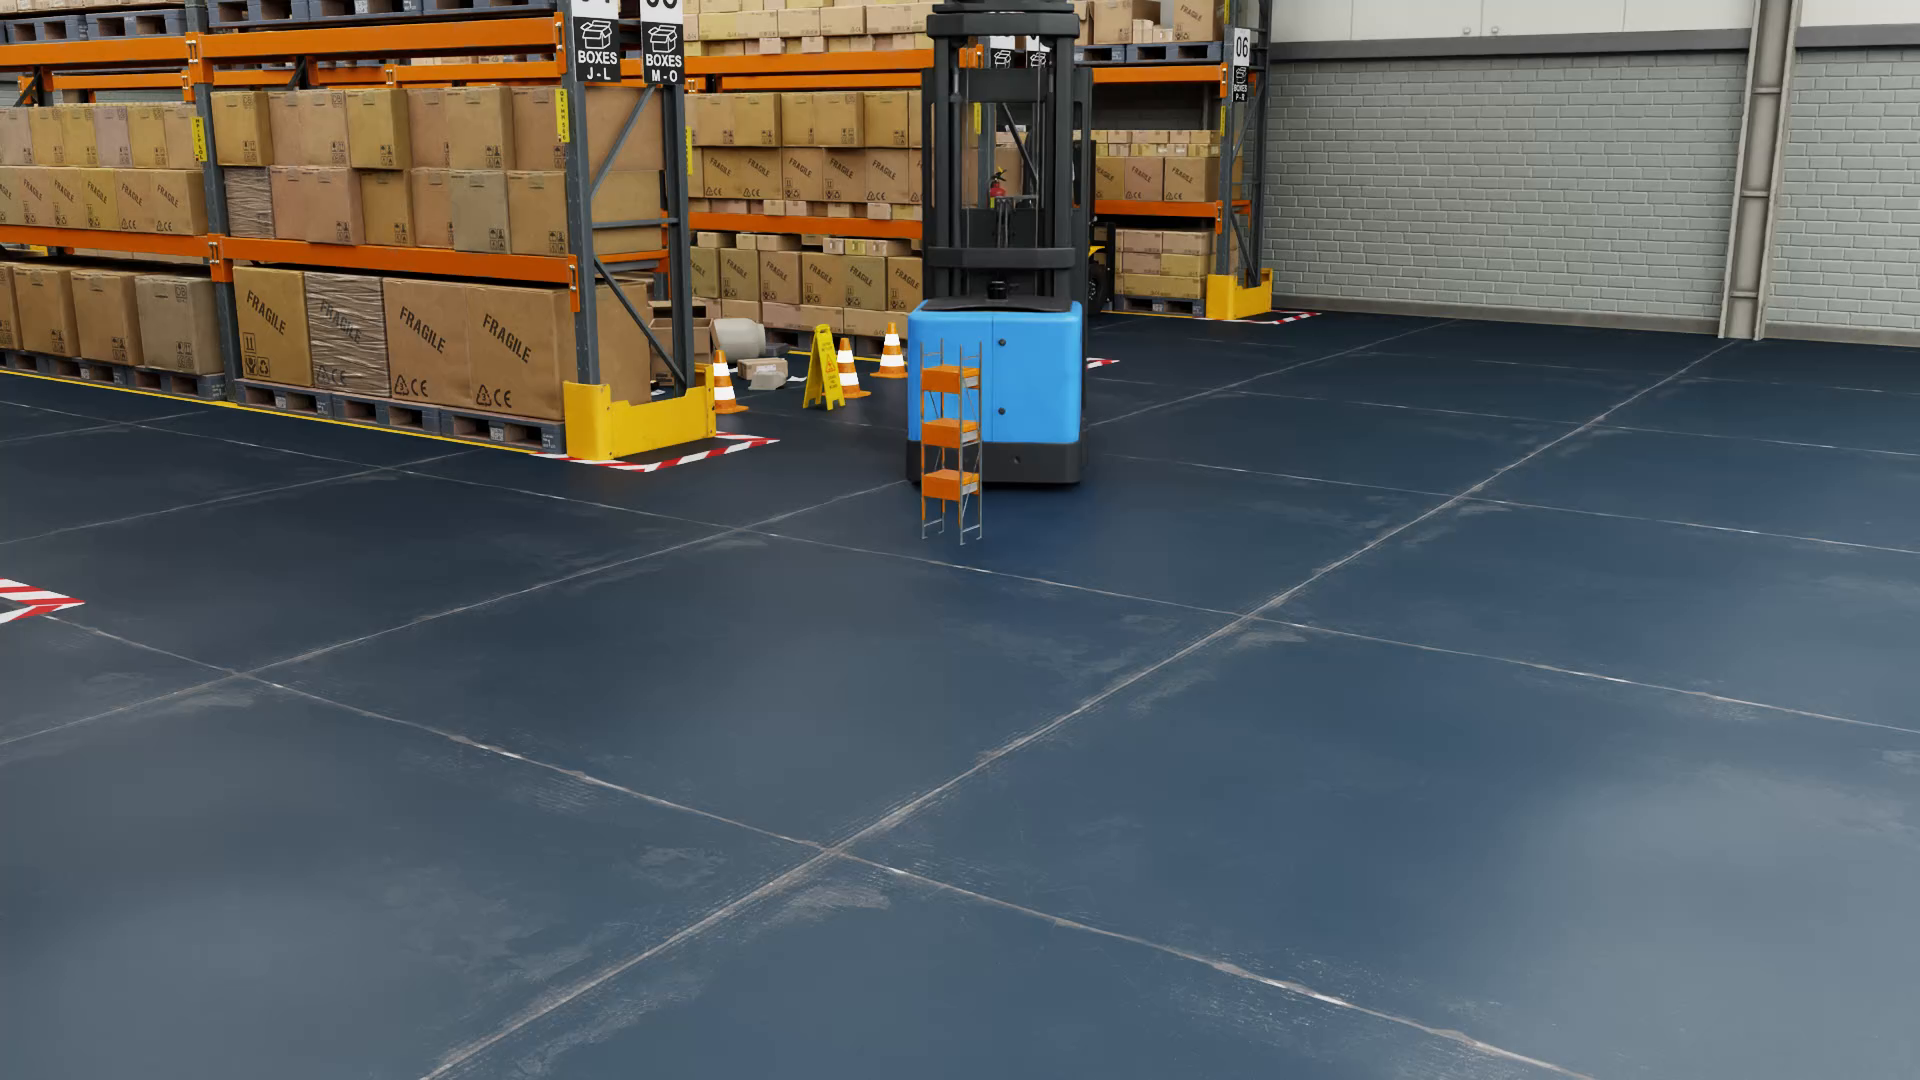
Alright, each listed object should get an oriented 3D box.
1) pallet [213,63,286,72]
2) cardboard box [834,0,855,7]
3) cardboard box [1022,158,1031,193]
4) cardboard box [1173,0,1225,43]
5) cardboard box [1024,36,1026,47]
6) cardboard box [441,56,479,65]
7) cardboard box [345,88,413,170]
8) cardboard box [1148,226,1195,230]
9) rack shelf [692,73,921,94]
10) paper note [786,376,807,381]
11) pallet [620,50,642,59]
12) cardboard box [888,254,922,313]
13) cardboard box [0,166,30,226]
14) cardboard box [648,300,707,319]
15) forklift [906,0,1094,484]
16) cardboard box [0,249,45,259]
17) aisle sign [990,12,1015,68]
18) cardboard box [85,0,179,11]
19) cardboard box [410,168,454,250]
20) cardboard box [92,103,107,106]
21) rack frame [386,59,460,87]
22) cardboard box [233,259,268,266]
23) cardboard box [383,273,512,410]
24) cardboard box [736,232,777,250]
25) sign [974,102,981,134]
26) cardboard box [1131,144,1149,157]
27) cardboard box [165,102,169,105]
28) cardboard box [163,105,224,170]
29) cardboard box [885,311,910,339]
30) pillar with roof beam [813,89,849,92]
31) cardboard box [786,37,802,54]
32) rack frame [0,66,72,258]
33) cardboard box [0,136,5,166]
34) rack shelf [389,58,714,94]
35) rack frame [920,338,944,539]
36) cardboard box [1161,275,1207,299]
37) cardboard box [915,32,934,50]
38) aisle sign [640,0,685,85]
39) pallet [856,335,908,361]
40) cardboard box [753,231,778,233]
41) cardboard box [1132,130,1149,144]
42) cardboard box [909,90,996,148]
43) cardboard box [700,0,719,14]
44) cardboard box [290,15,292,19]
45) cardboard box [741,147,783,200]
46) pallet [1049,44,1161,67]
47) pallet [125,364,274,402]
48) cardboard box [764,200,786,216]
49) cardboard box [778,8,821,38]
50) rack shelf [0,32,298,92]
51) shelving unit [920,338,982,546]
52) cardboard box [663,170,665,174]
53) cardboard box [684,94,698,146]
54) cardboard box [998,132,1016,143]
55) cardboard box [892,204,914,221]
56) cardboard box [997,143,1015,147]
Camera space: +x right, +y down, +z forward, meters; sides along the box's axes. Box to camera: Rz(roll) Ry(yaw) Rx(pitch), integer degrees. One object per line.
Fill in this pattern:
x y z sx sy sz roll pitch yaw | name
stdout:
-8.686 -5.971 20.857 1.217 0.209 0.805 8 16 31 | pallet
-0.961 -5.011 15.444 0.250 0.149 0.380 9 16 31 | cardboard box
1.015 -4.441 20.312 0.500 0.500 0.500 9 17 32 | cardboard box
2.746 -5.869 18.759 0.500 0.500 0.500 10 17 35 | cardboard box
0.771 -6.001 20.020 0.250 0.149 0.380 10 17 34 | cardboard box
-5.375 -5.560 18.590 0.500 0.500 0.700 9 17 33 | cardboard box
-3.891 -2.968 12.011 0.500 0.550 0.875 9 17 33 | cardboard box
2.540 -3.625 19.991 0.500 0.250 0.500 9 17 33 | cardboard box
-1.729 -6.013 22.127 4.000 0.370 1.077 9 17 33 | rack shelf
-1.413 -1.400 14.416 0.142 0.019 0.148 3 14 14 | paper note
-3.289 -5.117 17.399 1.003 0.211 1.213 9 17 33 | pallet
-0.328 -2.400 15.564 0.500 0.500 0.500 9 17 33 | cardboard box
-8.189 -3.051 14.696 0.500 0.500 0.500 9 17 32 | cardboard box
-2.707 -2.021 15.941 0.500 0.500 0.500 -4 14 -16 | cardboard box
0.318 -2.060 11.047 1.130 2.935 3.031 1 14 5 | forklift
-9.271 -2.679 16.171 0.500 0.250 0.500 8 16 30 | cardboard box
0.372 -4.307 14.570 0.004 0.787 0.394 9 17 33 | aisle sign
-6.663 -4.405 13.362 0.500 0.250 0.500 9 17 32 | cardboard box
-3.392 -2.394 11.940 0.550 0.550 0.875 9 17 33 | cardboard box
-11.390 -5.787 22.319 0.250 0.149 0.380 9 16 31 | cardboard box
-6.156 -4.184 19.484 0.127 3.000 1.000 9 17 33 | rack frame
-8.916 -3.826 21.584 0.875 0.875 0.875 10 17 35 | cardboard box
-3.527 -1.479 12.102 0.875 0.875 0.875 9 16 32 | cardboard box
-2.000 -2.966 16.499 0.250 0.149 0.380 10 17 35 | cardboard box
0.156 -3.719 14.537 0.005 0.325 0.100 9 17 33 | sign
2.197 -4.567 19.470 0.250 0.149 0.380 9 17 32 | cardboard box
-10.066 -5.604 21.582 0.250 0.149 0.380 10 17 34 | cardboard box
-5.930 -3.247 13.407 0.500 0.500 0.700 9 16 32 | cardboard box
-0.358 -2.039 15.664 0.500 0.250 0.500 9 17 33 | cardboard box
-4.206 -7.233 19.315 0.400 9.000 9.100 9 17 33 | pillar with roof beam
-1.433 -4.684 15.783 0.250 0.149 0.380 9 17 33 | cardboard box
-8.834 -3.184 15.442 0.127 3.000 1.000 9 17 33 | rack frame
-8.467 -3.655 15.059 0.500 0.500 0.700 9 17 33 | cardboard box
-4.496 -5.023 18.127 4.000 0.370 1.077 9 17 33 | rack shelf
-0.146 -0.533 8.792 0.008 1.050 0.200 9 17 33 | rack frame
2.684 -2.971 19.430 0.500 0.250 0.500 9 17 33 | cardboard box
-0.194 -4.464 14.896 0.250 0.149 0.380 9 17 33 | cardboard box
-1.970 -3.423 10.999 0.004 0.787 0.394 9 17 33 | aisle sign
-0.235 -1.884 15.995 1.213 0.211 1.003 9 17 33 | pallet
-2.332 -4.053 23.022 0.625 0.625 0.875 10 17 35 | cardboard box
2.216 -4.720 19.472 0.250 0.149 0.380 9 17 33 | cardboard box
-0.063 -3.815 15.083 0.500 0.500 0.700 9 16 31 | cardboard box
-2.311 -5.195 16.190 0.250 0.149 0.380 9 16 31 | cardboard box
-7.780 -6.071 19.782 0.500 0.500 0.500 9 17 33 | cardboard box
-1.788 -3.594 16.271 0.500 0.500 0.500 9 17 32 | cardboard box
1.661 -5.778 19.864 1.213 0.211 1.003 9 17 33 | pallet
-6.198 -1.382 13.968 1.213 0.211 1.003 9 17 33 | pallet
-1.698 -3.246 16.218 0.250 0.149 0.380 9 17 33 | cardboard box
-1.363 -4.858 15.654 0.500 0.250 0.500 9 17 33 | cardboard box
-7.175 -4.022 14.085 4.000 0.370 1.077 9 17 33 | rack shelf
-0.044 -0.517 8.726 0.252 1.050 0.215 9 17 33 | shelving unit
-3.348 -4.061 17.284 0.500 0.500 0.500 9 16 32 | cardboard box
-2.592 -4.224 16.736 0.500 0.500 0.700 9 17 32 | cardboard box
0.670 -4.939 20.358 0.250 0.149 0.380 10 17 34 | cardboard box
-0.420 -3.048 15.415 0.250 0.149 0.380 9 16 32 | cardboard box
0.659 -4.795 20.391 0.250 0.149 0.380 10 17 34 | cardboard box
